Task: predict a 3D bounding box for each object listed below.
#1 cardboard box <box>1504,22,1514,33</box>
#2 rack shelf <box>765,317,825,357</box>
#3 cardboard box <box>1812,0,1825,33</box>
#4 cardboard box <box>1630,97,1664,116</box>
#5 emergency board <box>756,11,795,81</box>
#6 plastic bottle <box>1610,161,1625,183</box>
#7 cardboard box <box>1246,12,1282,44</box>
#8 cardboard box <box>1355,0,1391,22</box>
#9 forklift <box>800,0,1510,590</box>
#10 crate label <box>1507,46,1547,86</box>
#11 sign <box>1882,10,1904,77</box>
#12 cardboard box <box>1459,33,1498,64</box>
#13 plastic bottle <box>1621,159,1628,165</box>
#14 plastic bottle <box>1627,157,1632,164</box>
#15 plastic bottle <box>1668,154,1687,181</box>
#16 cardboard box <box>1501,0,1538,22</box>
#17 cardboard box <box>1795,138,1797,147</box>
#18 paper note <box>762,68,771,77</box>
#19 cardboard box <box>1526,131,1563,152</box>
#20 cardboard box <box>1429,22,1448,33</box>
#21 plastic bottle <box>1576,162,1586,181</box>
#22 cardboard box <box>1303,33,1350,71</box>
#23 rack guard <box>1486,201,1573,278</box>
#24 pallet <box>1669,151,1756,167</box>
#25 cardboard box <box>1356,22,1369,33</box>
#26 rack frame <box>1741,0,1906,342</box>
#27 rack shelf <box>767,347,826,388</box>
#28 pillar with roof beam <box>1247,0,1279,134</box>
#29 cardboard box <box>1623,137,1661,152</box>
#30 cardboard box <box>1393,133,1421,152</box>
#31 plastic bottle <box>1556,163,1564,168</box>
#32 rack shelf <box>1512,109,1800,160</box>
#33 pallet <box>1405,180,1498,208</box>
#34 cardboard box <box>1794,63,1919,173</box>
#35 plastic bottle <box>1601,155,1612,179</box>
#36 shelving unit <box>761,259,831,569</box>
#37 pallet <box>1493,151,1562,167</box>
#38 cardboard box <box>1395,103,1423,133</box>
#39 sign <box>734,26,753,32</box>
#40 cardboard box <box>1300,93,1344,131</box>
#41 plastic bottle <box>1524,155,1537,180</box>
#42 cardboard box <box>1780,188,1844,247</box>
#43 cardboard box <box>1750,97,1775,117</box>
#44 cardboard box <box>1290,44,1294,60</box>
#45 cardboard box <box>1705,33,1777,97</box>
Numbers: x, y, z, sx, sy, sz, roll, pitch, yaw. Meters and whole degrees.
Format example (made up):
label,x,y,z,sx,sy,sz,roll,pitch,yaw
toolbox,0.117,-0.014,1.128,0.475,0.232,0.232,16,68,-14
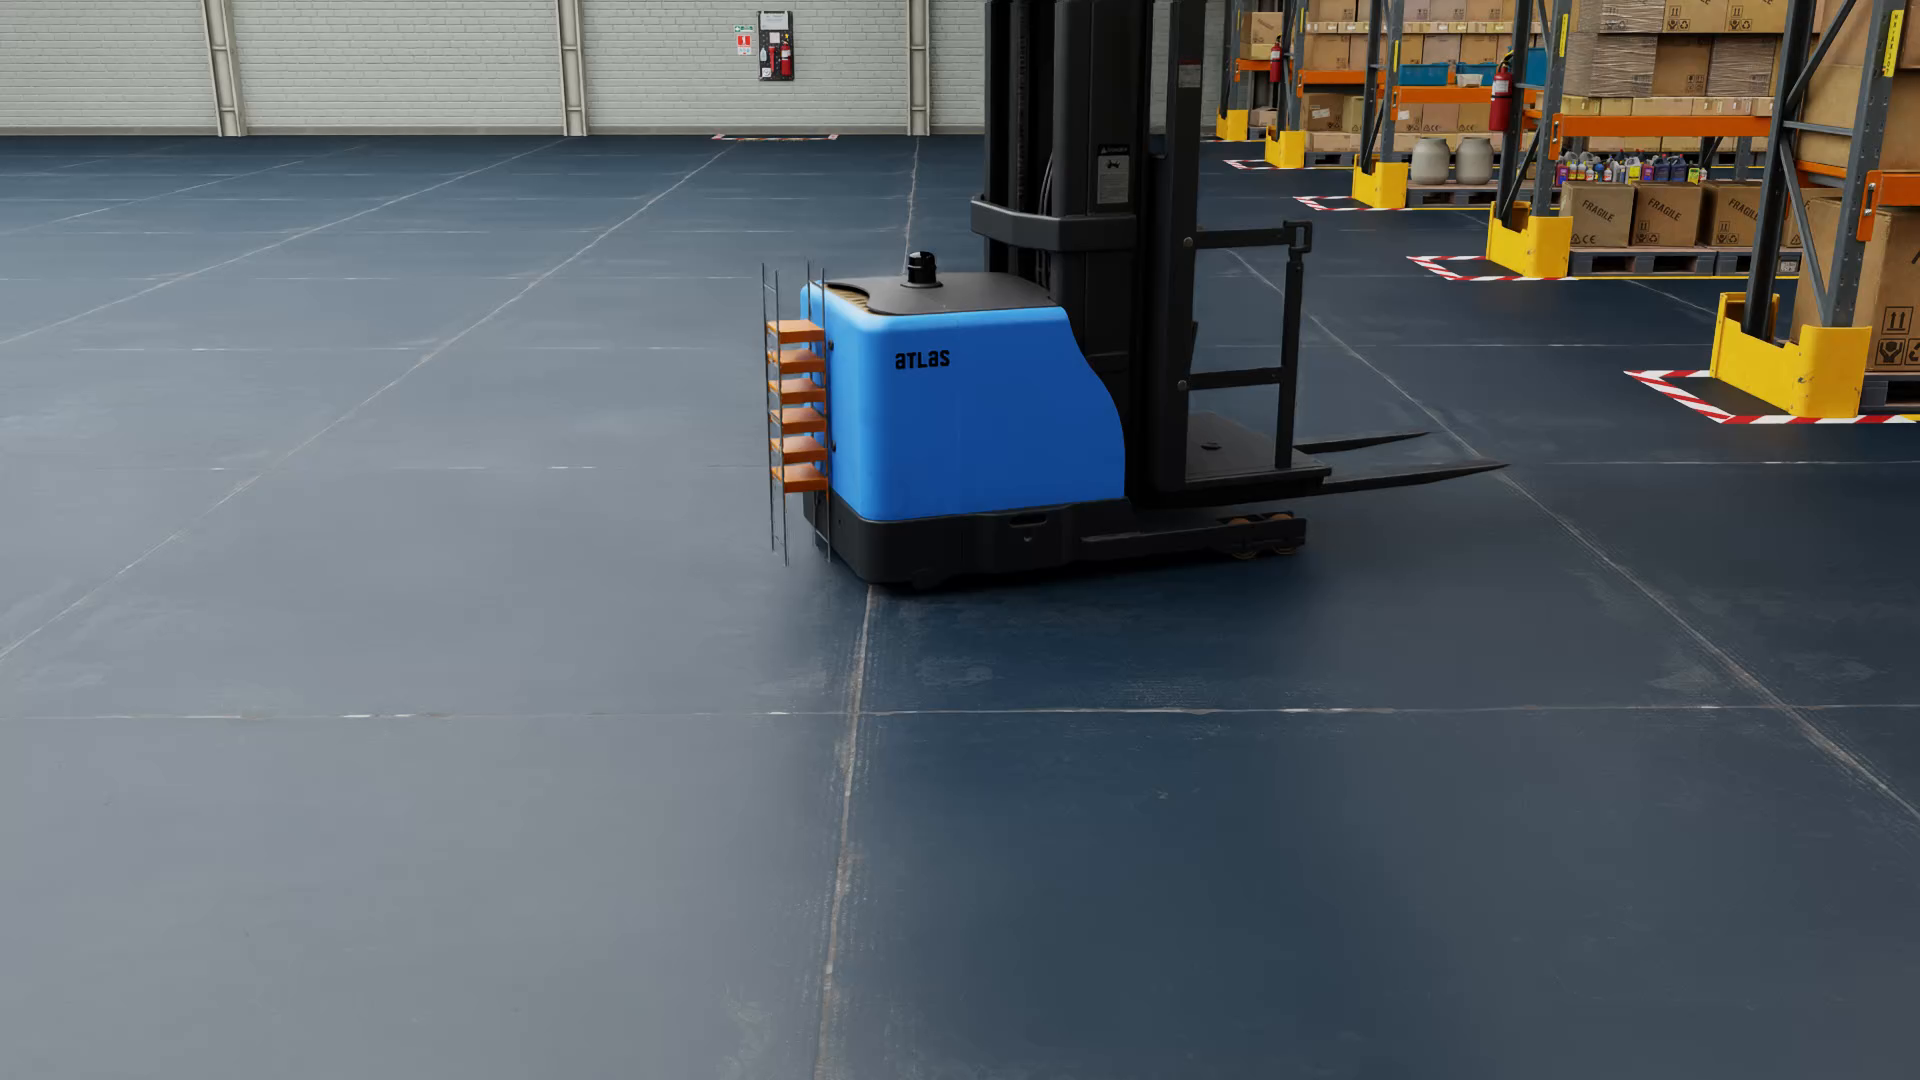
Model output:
label,x,y,z,sx,sy,sz,roll,pitch,yaw
cardboard box,7.626,-7.121,23.109,0.250,0.149,0.380,0,18,-1
rack shelf,-0.652,-0.799,6.540,0.180,0.103,0.258,-6,19,-19
cardboard box,6.873,-4.382,13.511,0.500,0.500,0.500,0,18,-1
cardboard box,5.608,-3.591,13.743,0.250,0.149,0.380,0,18,-1
emergency board,-3.200,-8.567,28.844,0.643,1.169,0.194,0,18,-1
plastic bottle,7.423,-4.142,18.787,0.135,0.276,0.152,0,18,0
cardboard box,5.066,-8.535,27.727,0.500,0.500,0.500,0,18,-1
cardboard box,5.712,-7.484,23.180,0.500,0.500,0.700,-1,18,-2
forklift,0.901,-1.461,6.802,3.031,2.935,1.130,-6,19,-19
crate label,6.577,-5.411,18.948,0.616,0.435,0.502,0,18,-1
sign,4.799,-2.555,8.556,0.005,0.325,0.100,0,18,-1
cardboard box,7.193,-6.873,23.399,0.500,0.500,0.700,0,18,0
plastic bottle,7.559,-4.176,18.881,0.133,0.283,0.061,0,18,-1
plastic bottle,7.783,-4.318,19.344,0.097,0.271,0.097,0,18,0
plastic bottle,8.101,-4.179,18.782,0.185,0.351,0.144,-1,18,-2
cardboard box,7.717,-7.494,23.210,0.500,0.500,0.700,0,18,-1
cardboard box,11.628,-5.665,23.609,0.500,0.250,0.500,0,18,-2
paper note,-3.378,-8.168,29.041,0.142,0.148,0.016,0,18,-1
cardboard box,8.206,-5.657,23.585,0.500,0.250,0.500,0,18,-1
cardboard box,6.599,-7.116,23.093,0.250,0.149,0.380,0,18,0
plastic bottle,7.001,-4.129,18.755,0.097,0.271,0.097,0,18,0
cardboard box,5.133,-6.862,23.364,0.500,0.500,0.700,0,18,-1
rack guard,4.895,-2.600,14.336,0.348,0.500,1.175,0,18,-1
pallet,10.625,-5.530,23.940,1.213,0.211,1.003,0,18,-1
cardboard box,5.575,-7.111,23.080,0.250,0.149,0.380,0,18,-1
rack frame,4.796,-2.275,9.229,0.127,3.000,1.000,0,18,-1
rack shelf,-0.652,-0.684,6.576,0.180,0.103,0.258,-6,19,-19
pillar with roof beam,5.339,-10.138,23.920,0.400,9.000,9.100,0,18,-1
cardboard box,9.584,-5.654,23.577,0.500,0.250,0.500,0,18,1
cardboard box,6.206,-5.647,23.555,0.500,0.250,0.500,0,18,-1
plastic bottle,6.982,-4.278,19.335,0.097,0.201,0.097,0,18,0
rack shelf,6.819,-3.457,14.093,4.000,0.370,1.077,0,18,-1
pallet,5.628,-3.992,19.147,1.213,0.211,1.003,0,18,-1
cardboard box,5.166,-2.362,9.255,0.550,0.550,0.875,0,18,-1
plastic bottle,7.572,-4.372,19.493,0.133,0.283,0.061,1,18,2
shelving unit,-0.652,-0.498,6.636,0.189,1.200,0.258,-6,19,-19
pallet,7.870,-5.516,23.898,1.213,0.211,1.003,0,18,-1
cardboard box,6.206,-6.008,23.451,0.500,0.500,0.500,0,18,-1
sign,-3.750,-8.863,28.839,0.331,0.109,0.001,0,18,-1
cardboard box,5.198,-6.157,23.917,0.500,0.500,0.500,0,18,-1
plastic bottle,6.687,-4.368,19.480,0.133,0.283,0.061,0,18,0
cardboard box,7.226,-2.798,14.263,0.500,0.500,0.500,-2,18,-6
cardboard box,6.609,-3.577,13.699,0.250,0.149,0.380,0,18,-1
cardboard box,5.596,-8.179,27.847,0.500,0.250,0.500,-1,18,-3
cardboard box,6.368,-4.002,13.962,0.500,0.500,0.875,0,18,-1
